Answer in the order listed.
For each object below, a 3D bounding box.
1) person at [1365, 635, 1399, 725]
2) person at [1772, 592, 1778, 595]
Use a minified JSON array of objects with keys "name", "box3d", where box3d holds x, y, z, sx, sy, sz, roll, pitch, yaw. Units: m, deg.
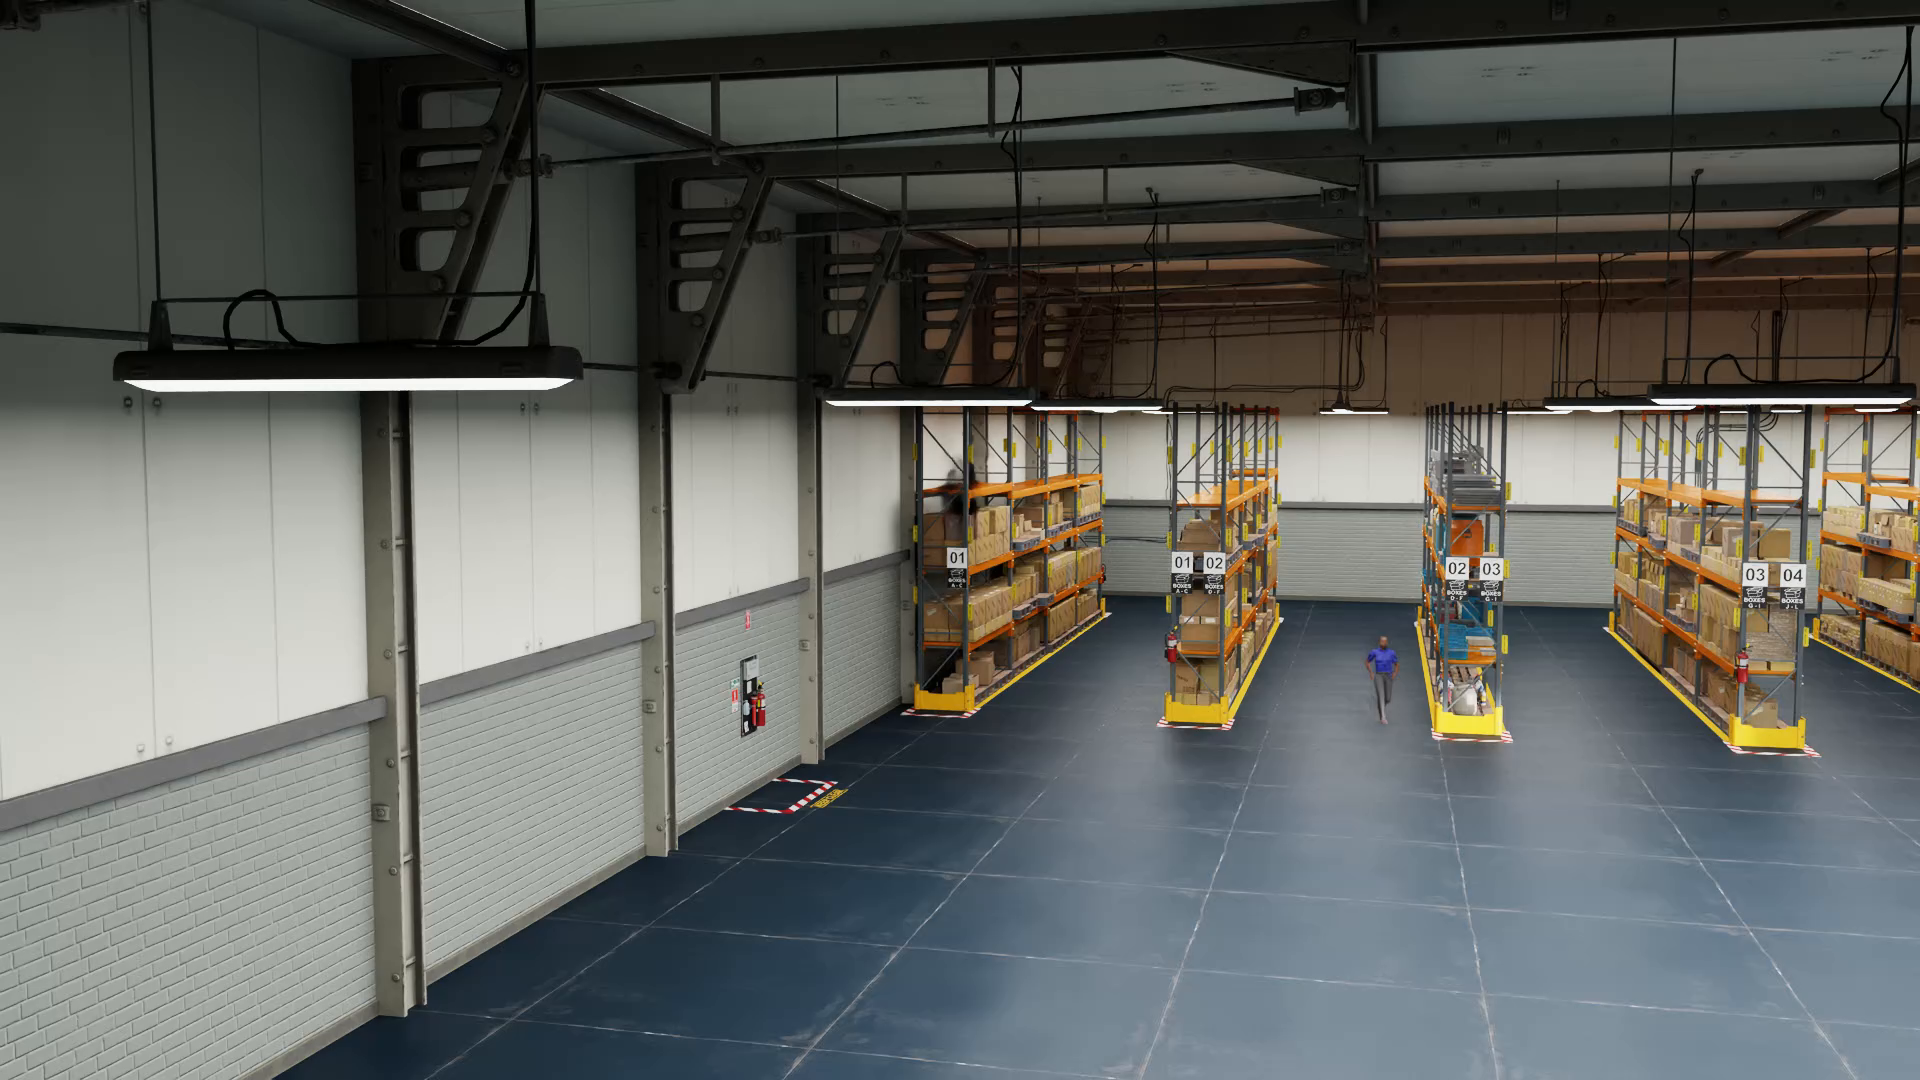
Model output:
[{"name":"person","box3d":[7.932,2.601,31.262,0.608,1.631,0.797,0,4,2]},{"name":"person","box3d":[20.992,1.716,43.525,0.647,1.591,0.610,3,5,38]}]
